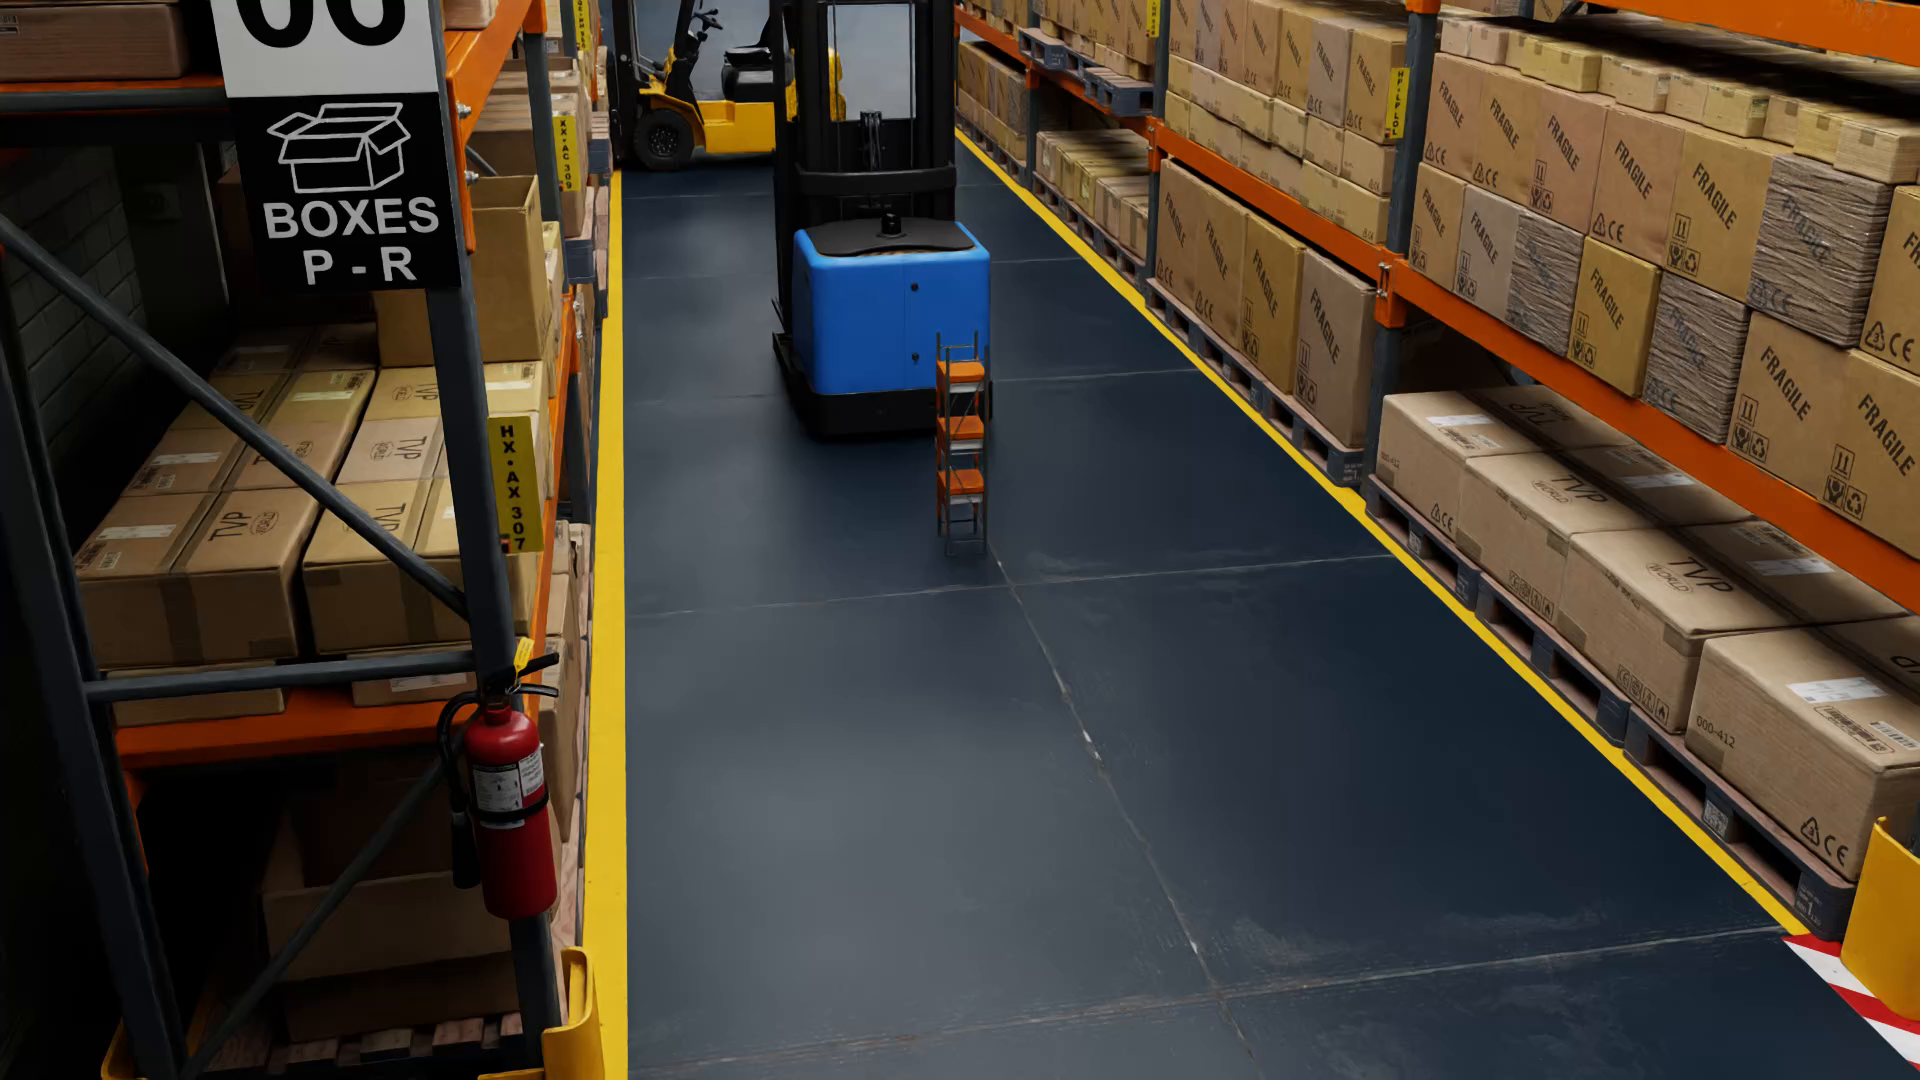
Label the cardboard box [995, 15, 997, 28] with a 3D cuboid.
[{"bbox_3d":[0.567,-5.264,16.868,0.380,0.149,0.250,-5,24,-11],"label":"cardboard box"}]

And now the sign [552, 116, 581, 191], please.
[{"bbox_3d":[-1.732,-1.697,7.307,0.100,0.325,0.005,-4,24,-10],"label":"sign"}]

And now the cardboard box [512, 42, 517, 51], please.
[{"bbox_3d":[-2.936,-3.381,11.806,0.500,0.250,0.500,-4,24,-8],"label":"cardboard box"}]

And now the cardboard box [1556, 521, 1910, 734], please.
[{"bbox_3d":[2.956,0.317,6.452,0.875,0.438,0.875,-4,24,-8],"label":"cardboard box"}]

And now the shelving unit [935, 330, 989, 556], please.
[{"bbox_3d":[0.010,-0.460,7.992,0.215,1.050,0.252,-4,24,-10],"label":"shelving unit"}]

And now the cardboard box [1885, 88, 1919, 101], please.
[{"bbox_3d":[3.339,-1.424,5.579,0.380,0.149,0.250,-4,24,-9],"label":"cardboard box"}]

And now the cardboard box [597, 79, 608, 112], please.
[{"bbox_3d":[-3.608,-4.210,15.803,0.500,0.250,0.500,-4,24,-10],"label":"cardboard box"}]

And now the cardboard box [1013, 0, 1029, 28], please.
[{"bbox_3d":[0.808,-5.111,15.709,0.500,0.500,0.500,-5,24,-11],"label":"cardboard box"}]

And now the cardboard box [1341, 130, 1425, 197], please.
[{"bbox_3d":[2.294,-1.942,8.511,0.500,0.250,0.500,-4,24,-10],"label":"cardboard box"}]

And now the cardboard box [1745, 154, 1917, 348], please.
[{"bbox_3d":[2.905,-0.932,5.263,0.500,0.500,0.500,-4,24,-10],"label":"cardboard box"}]

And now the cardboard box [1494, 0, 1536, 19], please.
[{"bbox_3d":[5.901,-5.392,16.661,0.875,0.550,0.550,-4,24,-10],"label":"cardboard box"}]

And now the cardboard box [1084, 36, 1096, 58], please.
[{"bbox_3d":[1.218,-3.992,13.432,0.380,0.149,0.250,-5,24,-11],"label":"cardboard box"}]

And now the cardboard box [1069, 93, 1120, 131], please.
[{"bbox_3d":[1.291,-4.301,16.324,0.500,0.500,0.500,-3,24,-7],"label":"cardboard box"}]

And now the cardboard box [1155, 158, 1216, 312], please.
[{"bbox_3d":[1.920,-2.140,11.533,0.875,0.875,0.875,-5,24,-10],"label":"cardboard box"}]

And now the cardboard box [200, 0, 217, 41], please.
[{"bbox_3d":[-1.990,-1.250,3.931,0.380,0.149,0.250,-4,24,-8],"label":"cardboard box"}]

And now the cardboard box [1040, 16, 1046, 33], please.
[{"bbox_3d":[0.926,-4.609,14.845,0.380,0.149,0.250,-4,24,-9],"label":"cardboard box"}]

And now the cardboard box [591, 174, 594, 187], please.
[{"bbox_3d":[-3.499,-2.998,13.809,0.875,0.625,0.625,-5,24,-10],"label":"cardboard box"}]

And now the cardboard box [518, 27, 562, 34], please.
[{"bbox_3d":[-2.823,-3.426,11.411,0.380,0.149,0.250,-4,24,-9],"label":"cardboard box"}]

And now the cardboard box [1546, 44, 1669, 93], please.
[{"bbox_3d":[2.576,-1.878,6.618,0.380,0.149,0.250,-5,24,-11],"label":"cardboard box"}]

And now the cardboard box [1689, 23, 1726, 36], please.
[{"bbox_3d":[6.282,-4.005,13.547,0.500,0.500,0.500,-4,24,-10],"label":"cardboard box"}]

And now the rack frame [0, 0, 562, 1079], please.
[{"bbox_3d":[-1.520,0.316,3.779,0.949,2.616,0.053,-4,24,-10],"label":"rack frame"}]

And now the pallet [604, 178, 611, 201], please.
[{"bbox_3d":[-3.849,-3.442,15.867,1.003,0.211,1.213,-4,24,-10],"label":"pallet"}]

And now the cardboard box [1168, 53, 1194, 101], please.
[{"bbox_3d":[1.725,-3.142,11.260,0.500,0.250,0.500,-4,24,-10],"label":"cardboard box"}]

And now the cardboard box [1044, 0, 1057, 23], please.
[{"bbox_3d":[1.033,-4.745,14.345,0.500,0.500,0.500,-4,24,-10],"label":"cardboard box"}]

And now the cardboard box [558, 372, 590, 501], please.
[{"bbox_3d":[-2.132,-0.511,8.271,0.500,0.500,0.500,-3,24,-7],"label":"cardboard box"}]

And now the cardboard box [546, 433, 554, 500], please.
[{"bbox_3d":[-1.504,-0.229,5.340,0.380,0.149,0.250,-5,24,-11],"label":"cardboard box"}]

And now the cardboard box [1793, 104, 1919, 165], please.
[{"bbox_3d":[2.883,-1.276,5.239,0.380,0.149,0.250,-4,24,-9],"label":"cardboard box"}]

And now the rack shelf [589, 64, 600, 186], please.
[{"bbox_3d":[-3.373,-3.288,12.929,1.077,0.370,4.000,-4,24,-10],"label":"rack shelf"}]

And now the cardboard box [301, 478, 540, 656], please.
[{"bbox_3d":[-1.343,0.050,4.203,0.500,0.250,0.500,-4,24,-9],"label":"cardboard box"}]

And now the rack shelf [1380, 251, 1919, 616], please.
[{"bbox_3d":[2.984,-0.510,6.568,1.077,0.370,4.000,-4,24,-10],"label":"rack shelf"}]

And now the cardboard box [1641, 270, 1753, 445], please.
[{"bbox_3d":[2.822,-0.669,5.909,0.500,0.500,0.500,-4,24,-8],"label":"cardboard box"}]

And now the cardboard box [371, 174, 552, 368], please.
[{"bbox_3d":[-1.621,-0.884,5.404,0.500,0.500,0.500,-4,24,-8],"label":"cardboard box"}]

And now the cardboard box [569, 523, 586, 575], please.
[{"bbox_3d":[-1.872,0.054,7.416,0.380,0.149,0.250,-5,24,-11],"label":"cardboard box"}]

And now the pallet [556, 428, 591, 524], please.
[{"bbox_3d":[-2.451,-0.297,8.665,1.003,0.211,1.213,-4,24,-10],"label":"pallet"}]

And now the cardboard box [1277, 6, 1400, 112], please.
[{"bbox_3d":[2.107,-2.691,9.290,0.500,0.500,0.500,-4,24,-8],"label":"cardboard box"}]

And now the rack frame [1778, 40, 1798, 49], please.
[{"bbox_3d":[6.720,-3.606,12.758,1.000,3.000,0.127,-4,24,-10],"label":"rack frame"}]

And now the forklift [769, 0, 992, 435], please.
[{"bbox_3d":[-0.626,-2.502,10.316,1.130,2.935,3.031,-5,24,-11],"label":"forklift"}]

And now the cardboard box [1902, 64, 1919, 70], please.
[{"bbox_3d":[6.764,-3.304,11.484,0.380,0.149,0.250,-4,24,-10],"label":"cardboard box"}]

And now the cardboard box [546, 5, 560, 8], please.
[{"bbox_3d":[-3.071,-4.030,12.795,0.380,0.149,0.250,-5,24,-11],"label":"cardboard box"}]

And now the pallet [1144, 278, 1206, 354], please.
[{"bbox_3d":[1.946,-1.606,11.663,1.003,0.211,1.213,-4,24,-10],"label":"pallet"}]

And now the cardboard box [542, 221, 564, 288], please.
[{"bbox_3d":[-1.930,-1.143,6.934,0.500,0.250,0.500,-4,24,-8],"label":"cardboard box"}]

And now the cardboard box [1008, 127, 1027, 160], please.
[{"bbox_3d":[0.761,-3.918,16.384,0.500,0.250,0.500,-3,24,-7],"label":"cardboard box"}]

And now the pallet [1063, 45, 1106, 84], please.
[{"bbox_3d":[1.468,-3.887,13.642,1.003,0.211,1.213,-4,24,-10],"label":"pallet"}]

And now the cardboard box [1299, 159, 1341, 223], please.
[{"bbox_3d":[2.190,-1.916,9.076,0.500,0.250,0.500,-5,24,-10],"label":"cardboard box"}]

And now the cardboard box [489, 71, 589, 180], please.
[{"bbox_3d":[-2.374,-2.215,8.924,0.700,0.500,0.500,-4,24,-10],"label":"cardboard box"}]

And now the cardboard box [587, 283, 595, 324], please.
[{"bbox_3d":[-2.714,-1.727,11.055,0.500,0.500,0.500,-4,24,-8],"label":"cardboard box"}]

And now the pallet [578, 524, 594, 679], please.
[{"bbox_3d":[-2.137,0.291,7.321,1.003,0.211,1.213,-4,24,-10],"label":"pallet"}]

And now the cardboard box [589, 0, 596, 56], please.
[{"bbox_3d":[-3.568,-4.644,15.010,0.500,0.500,0.500,-5,24,-11],"label":"cardboard box"}]

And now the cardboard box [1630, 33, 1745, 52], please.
[{"bbox_3d":[3.027,-2.021,6.945,0.380,0.149,0.250,-5,24,-10],"label":"cardboard box"}]

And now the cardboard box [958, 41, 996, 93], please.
[{"bbox_3d":[0.277,-5.275,18.554,0.500,0.500,0.500,-5,24,-12],"label":"cardboard box"}]

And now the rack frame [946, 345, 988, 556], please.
[{"bbox_3d":[0.032,-0.412,7.882,0.200,1.050,0.008,-4,24,-10],"label":"rack frame"}]
